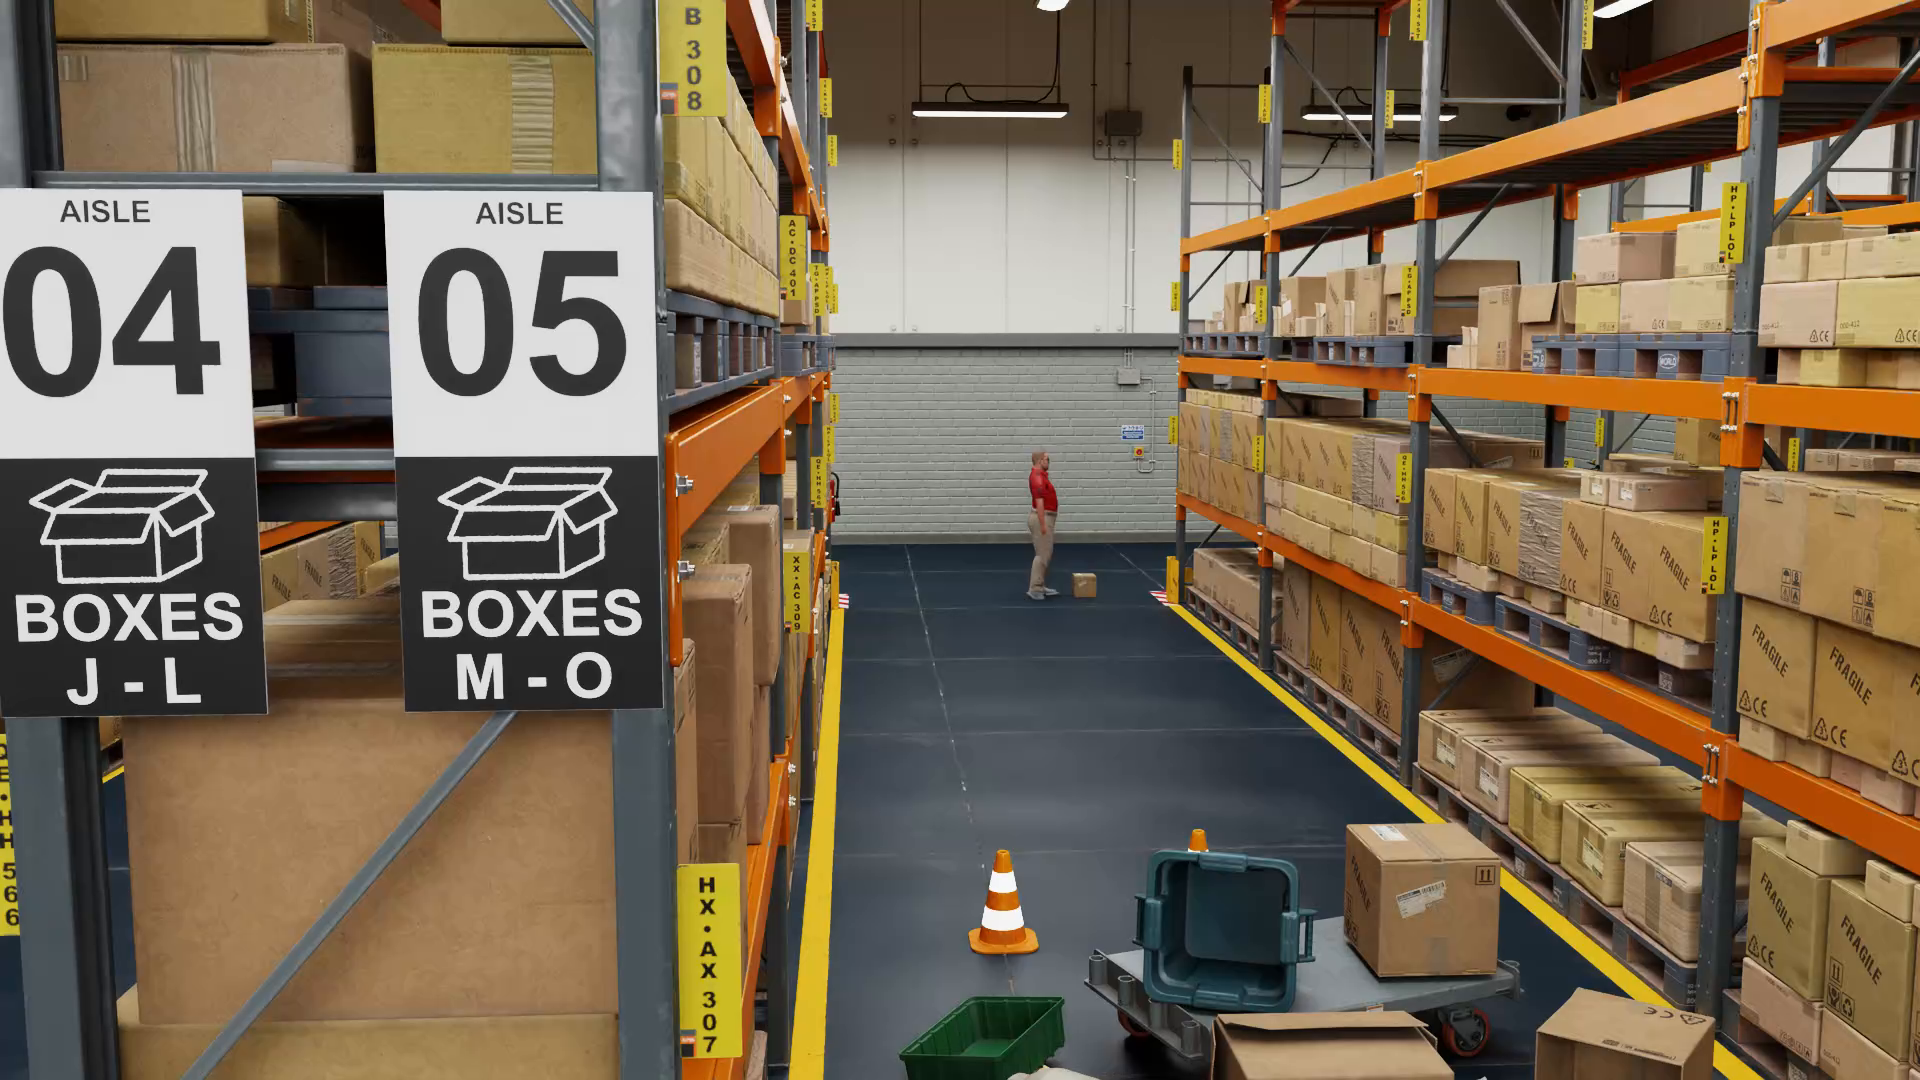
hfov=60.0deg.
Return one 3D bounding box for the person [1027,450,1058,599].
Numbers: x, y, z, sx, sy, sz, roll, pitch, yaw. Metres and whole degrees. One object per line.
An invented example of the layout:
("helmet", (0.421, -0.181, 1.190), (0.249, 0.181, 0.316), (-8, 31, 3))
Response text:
("person", (0.963, -0.153, 19.468), (0.381, 1.799, 0.528), (0, 7, -2))
